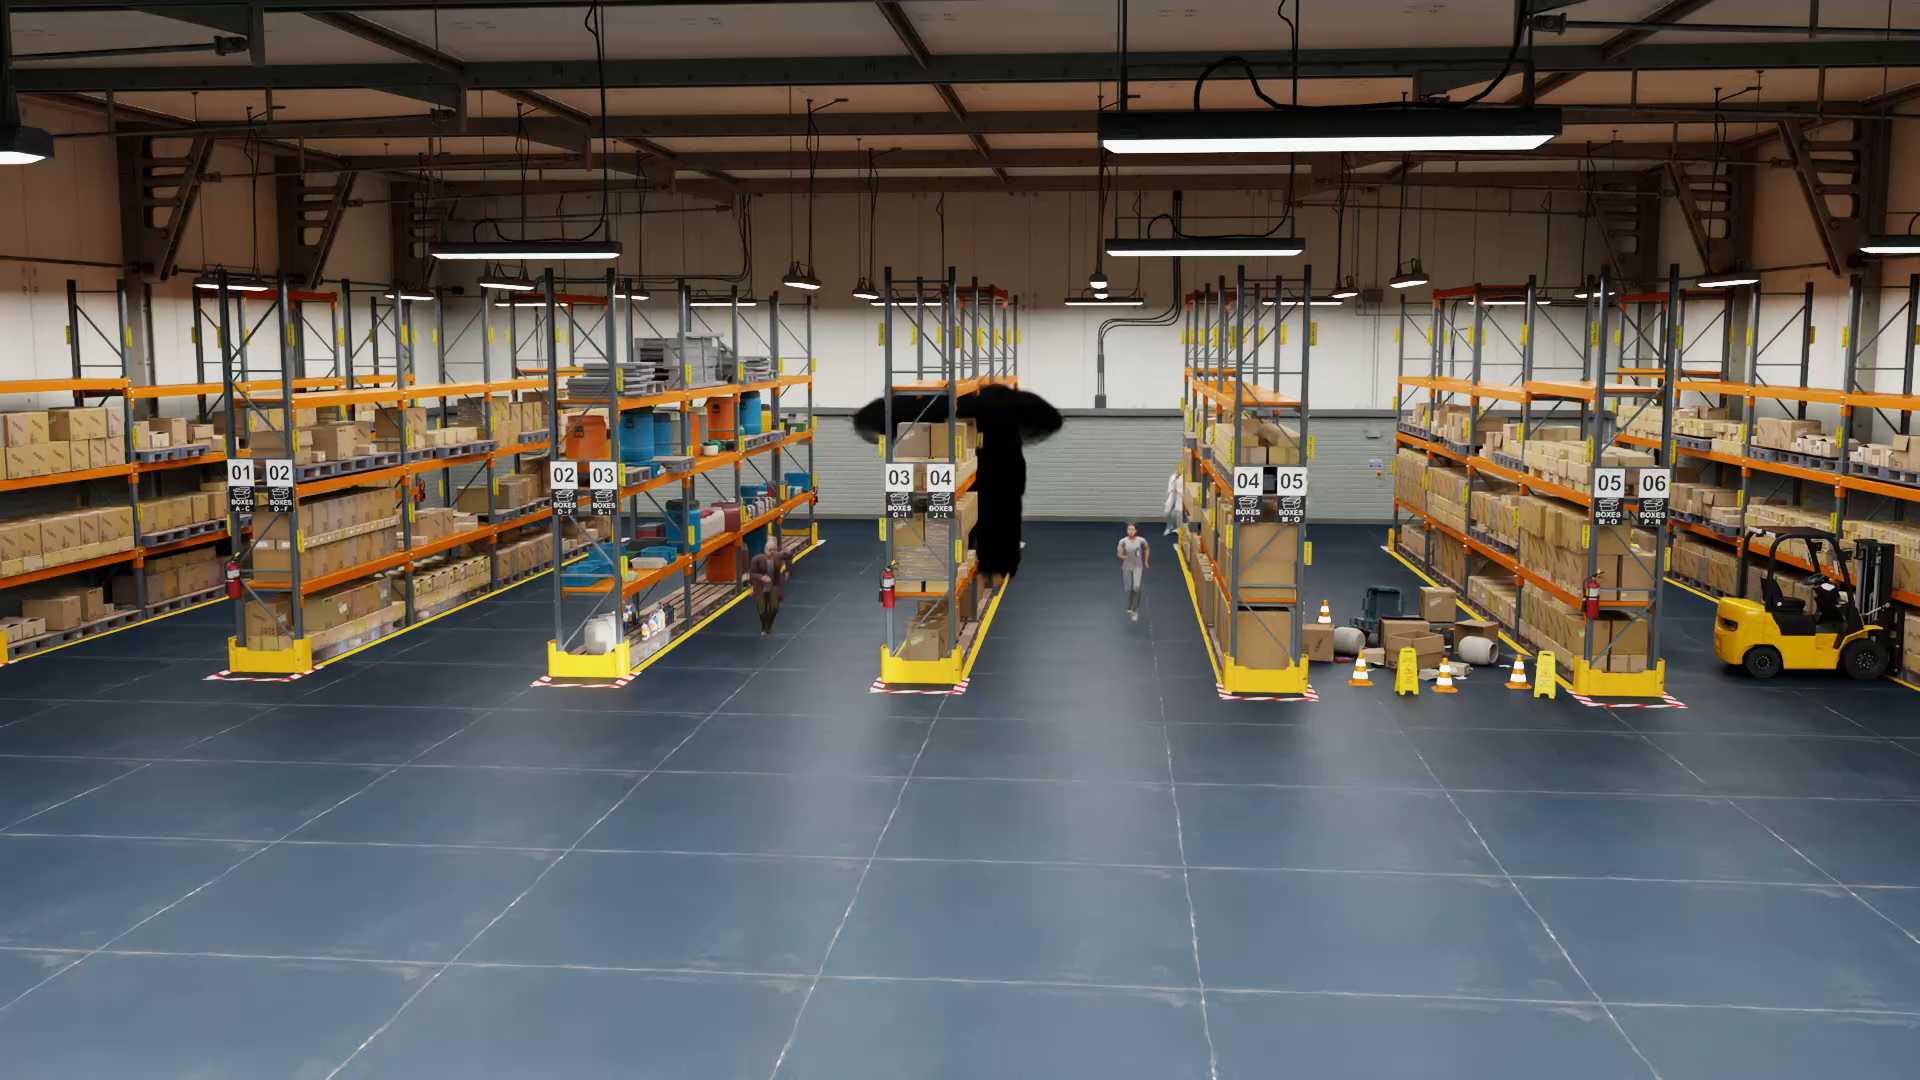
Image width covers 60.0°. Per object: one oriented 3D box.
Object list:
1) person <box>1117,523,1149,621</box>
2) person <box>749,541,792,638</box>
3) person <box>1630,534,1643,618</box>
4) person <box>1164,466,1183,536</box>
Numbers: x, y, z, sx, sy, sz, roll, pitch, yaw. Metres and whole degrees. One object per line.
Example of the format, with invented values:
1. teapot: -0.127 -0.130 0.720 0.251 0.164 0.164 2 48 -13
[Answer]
1. person: 2.983 0.537 28.686 0.542 1.691 0.793 1 7 9
2. person: -3.028 0.799 26.692 0.721 1.623 0.963 -2 7 -14
3. person: 11.524 0.684 28.644 0.701 1.712 0.772 0 7 -3
4. person: 5.530 -0.987 42.186 0.716 1.801 0.714 5 8 34
